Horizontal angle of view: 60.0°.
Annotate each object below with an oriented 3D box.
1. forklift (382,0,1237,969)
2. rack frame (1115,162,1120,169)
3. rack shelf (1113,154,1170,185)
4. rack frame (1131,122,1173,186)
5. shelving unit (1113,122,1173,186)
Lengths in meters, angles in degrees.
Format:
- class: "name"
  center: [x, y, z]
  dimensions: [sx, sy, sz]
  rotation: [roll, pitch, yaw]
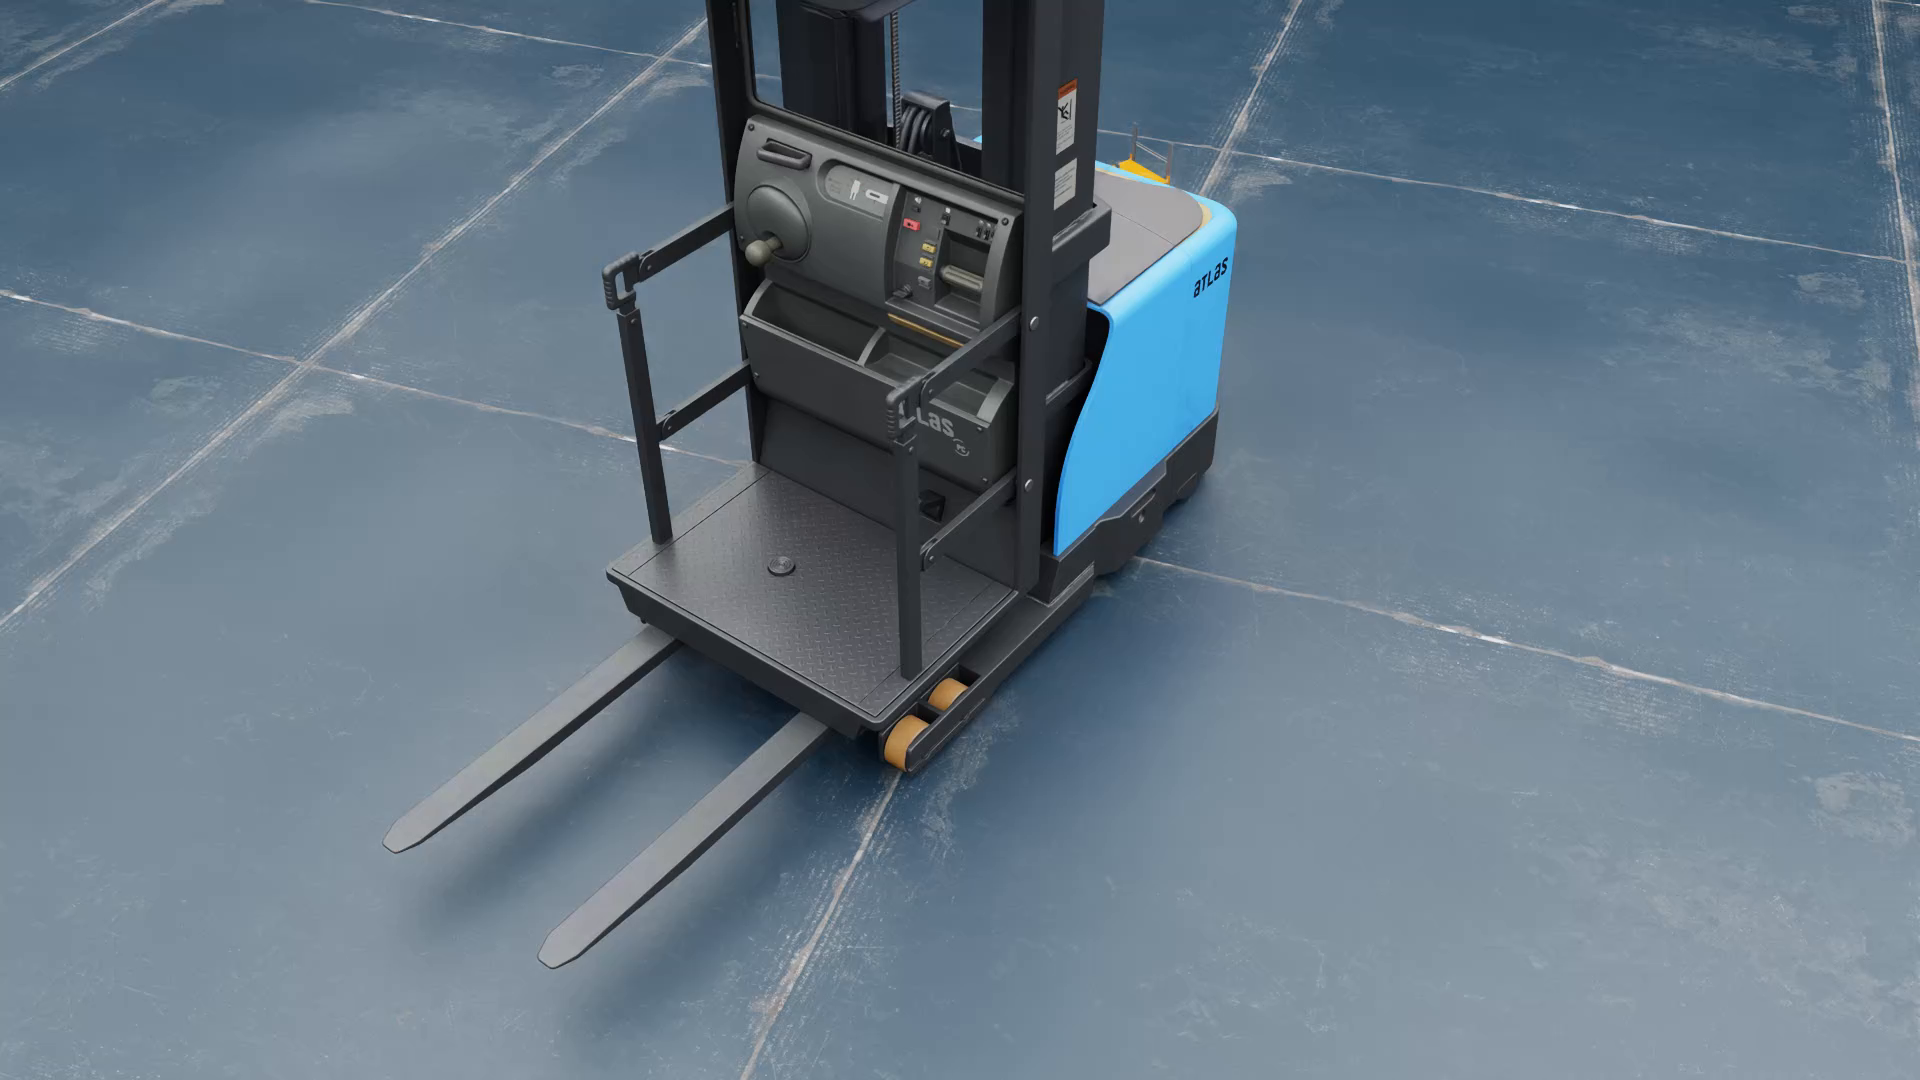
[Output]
- class: "forklift"
  center: [-0.376, -0.790, 4.417]
  dimensions: [1.130, 2.935, 3.031]
  rotation: [26, 47, 27]
- class: "rack frame"
  center: [0.477, -0.924, 6.024]
  dimensions: [0.008, 1.050, 0.200]
  rotation: [-26, 47, -27]
- class: "rack shelf"
  center: [0.575, -1.179, 5.901]
  dimensions: [0.240, 0.259, 0.215]
  rotation: [-26, 47, -27]
- class: "rack frame"
  center: [0.672, -1.019, 6.135]
  dimensions: [0.008, 1.050, 0.200]
  rotation: [-26, 47, -27]
- class: "shelving unit"
  center: [0.575, -0.972, 6.080]
  dimensions: [0.252, 1.050, 0.215]
  rotation: [-26, 47, -27]
